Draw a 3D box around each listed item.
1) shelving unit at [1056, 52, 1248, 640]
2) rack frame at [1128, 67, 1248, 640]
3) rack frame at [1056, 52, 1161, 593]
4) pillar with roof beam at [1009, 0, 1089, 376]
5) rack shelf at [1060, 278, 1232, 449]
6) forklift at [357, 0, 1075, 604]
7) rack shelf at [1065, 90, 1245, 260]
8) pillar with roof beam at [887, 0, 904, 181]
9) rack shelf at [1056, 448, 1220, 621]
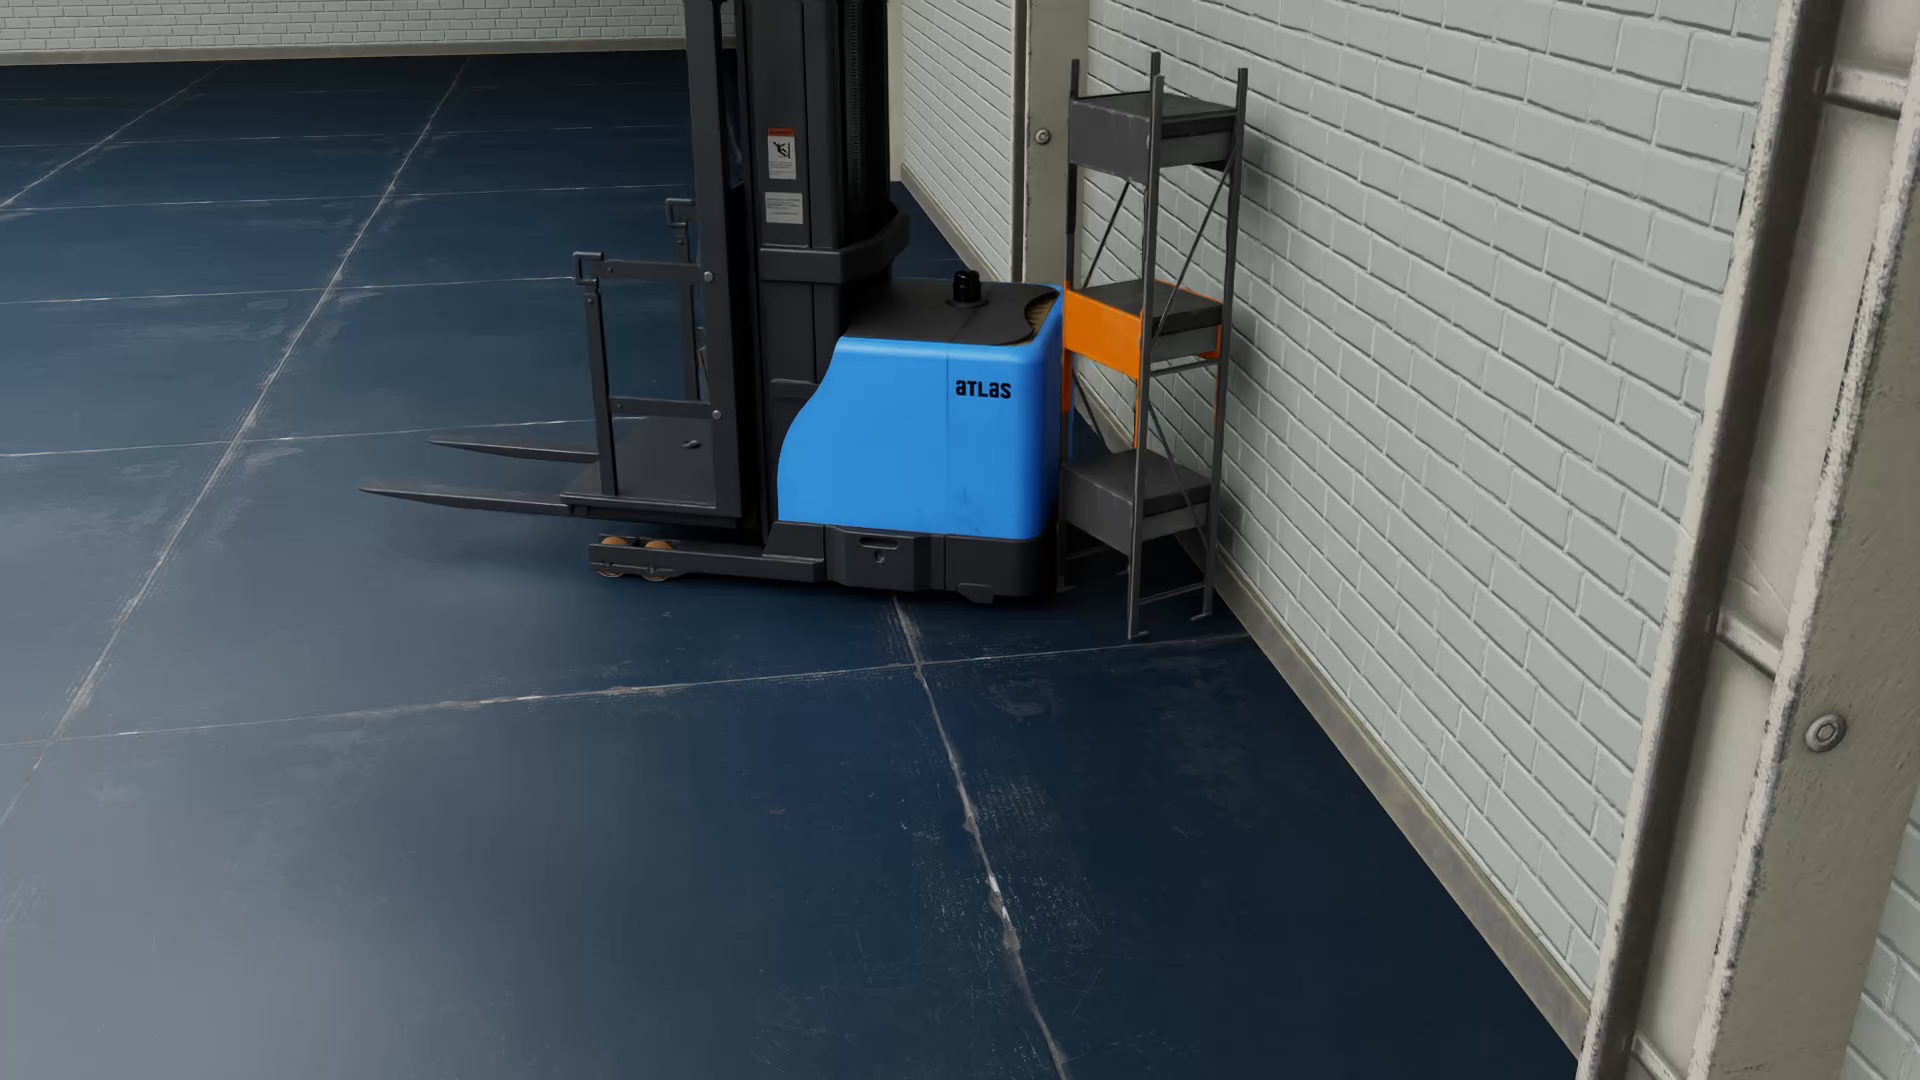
[{"bbox_3d":[0.691,-0.707,6.245,0.431,2.100,0.503,-14,27,-29],"label":"shelving unit"},{"bbox_3d":[0.819,-0.623,6.054,0.400,2.100,0.015,-14,27,-29],"label":"rack frame"},{"bbox_3d":[0.564,-0.790,6.435,0.400,2.100,0.015,-14,27,-29],"label":"rack frame"},{"bbox_3d":[-3.780,-4.610,6.563,9.100,9.000,0.400,-4,24,-10],"label":"pillar with roof beam"},{"bbox_3d":[0.691,-0.694,6.250,0.431,0.518,0.480,-14,27,-29],"label":"rack shelf"},{"bbox_3d":[-1.065,-1.372,6.729,3.031,2.935,1.130,5,24,11],"label":"forklift"},{"bbox_3d":[0.691,-1.336,5.970,0.431,0.518,0.480,-14,27,-29],"label":"rack shelf"},{"bbox_3d":[-4.890,-6.970,11.967,9.100,9.000,0.400,-4,24,-10],"label":"pillar with roof beam"},{"bbox_3d":[0.691,-0.053,6.530,0.431,0.518,0.480,-14,27,-29],"label":"rack shelf"}]
